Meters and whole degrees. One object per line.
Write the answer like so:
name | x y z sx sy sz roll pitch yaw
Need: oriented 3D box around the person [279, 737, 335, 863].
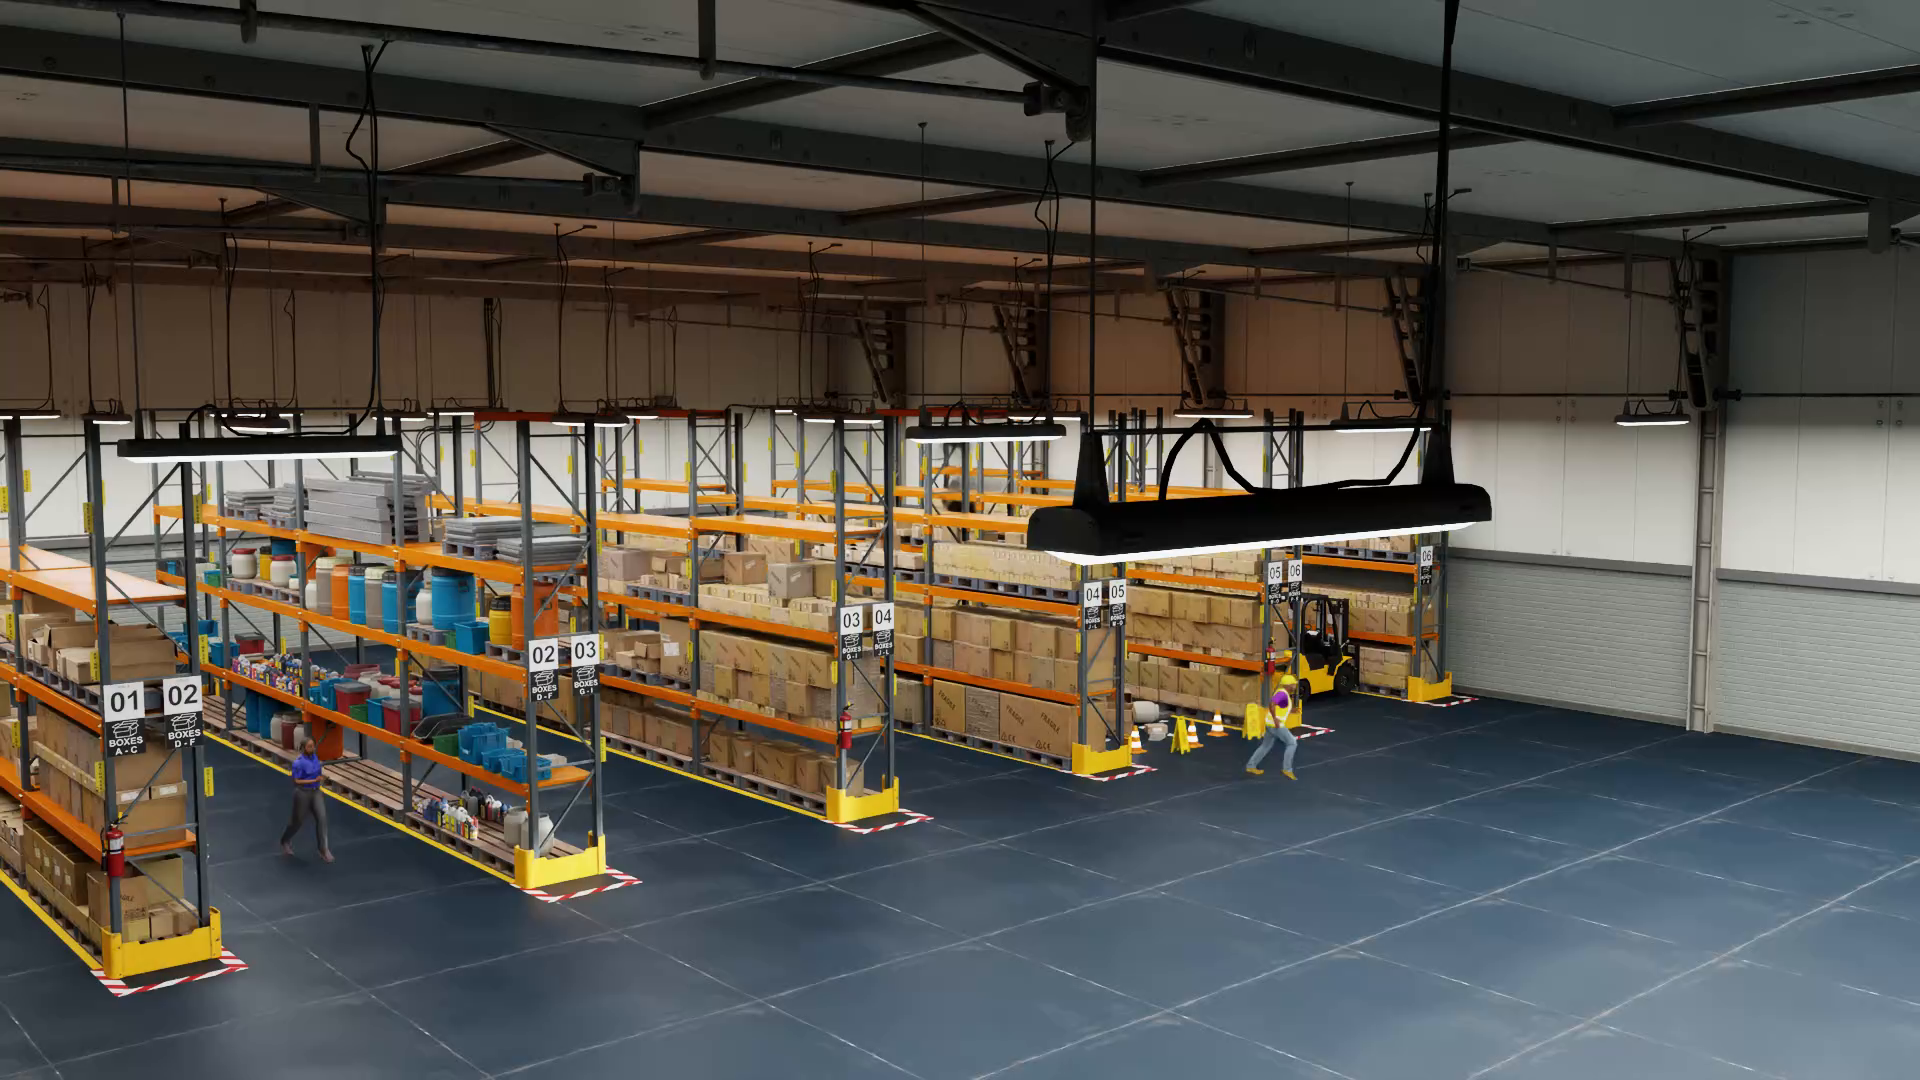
person | -8.877 3.510 22.562 0.901 1.667 0.557 3 6 27

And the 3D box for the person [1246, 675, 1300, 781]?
person | 5.168 3.090 27.337 0.900 1.759 0.714 0 5 2
